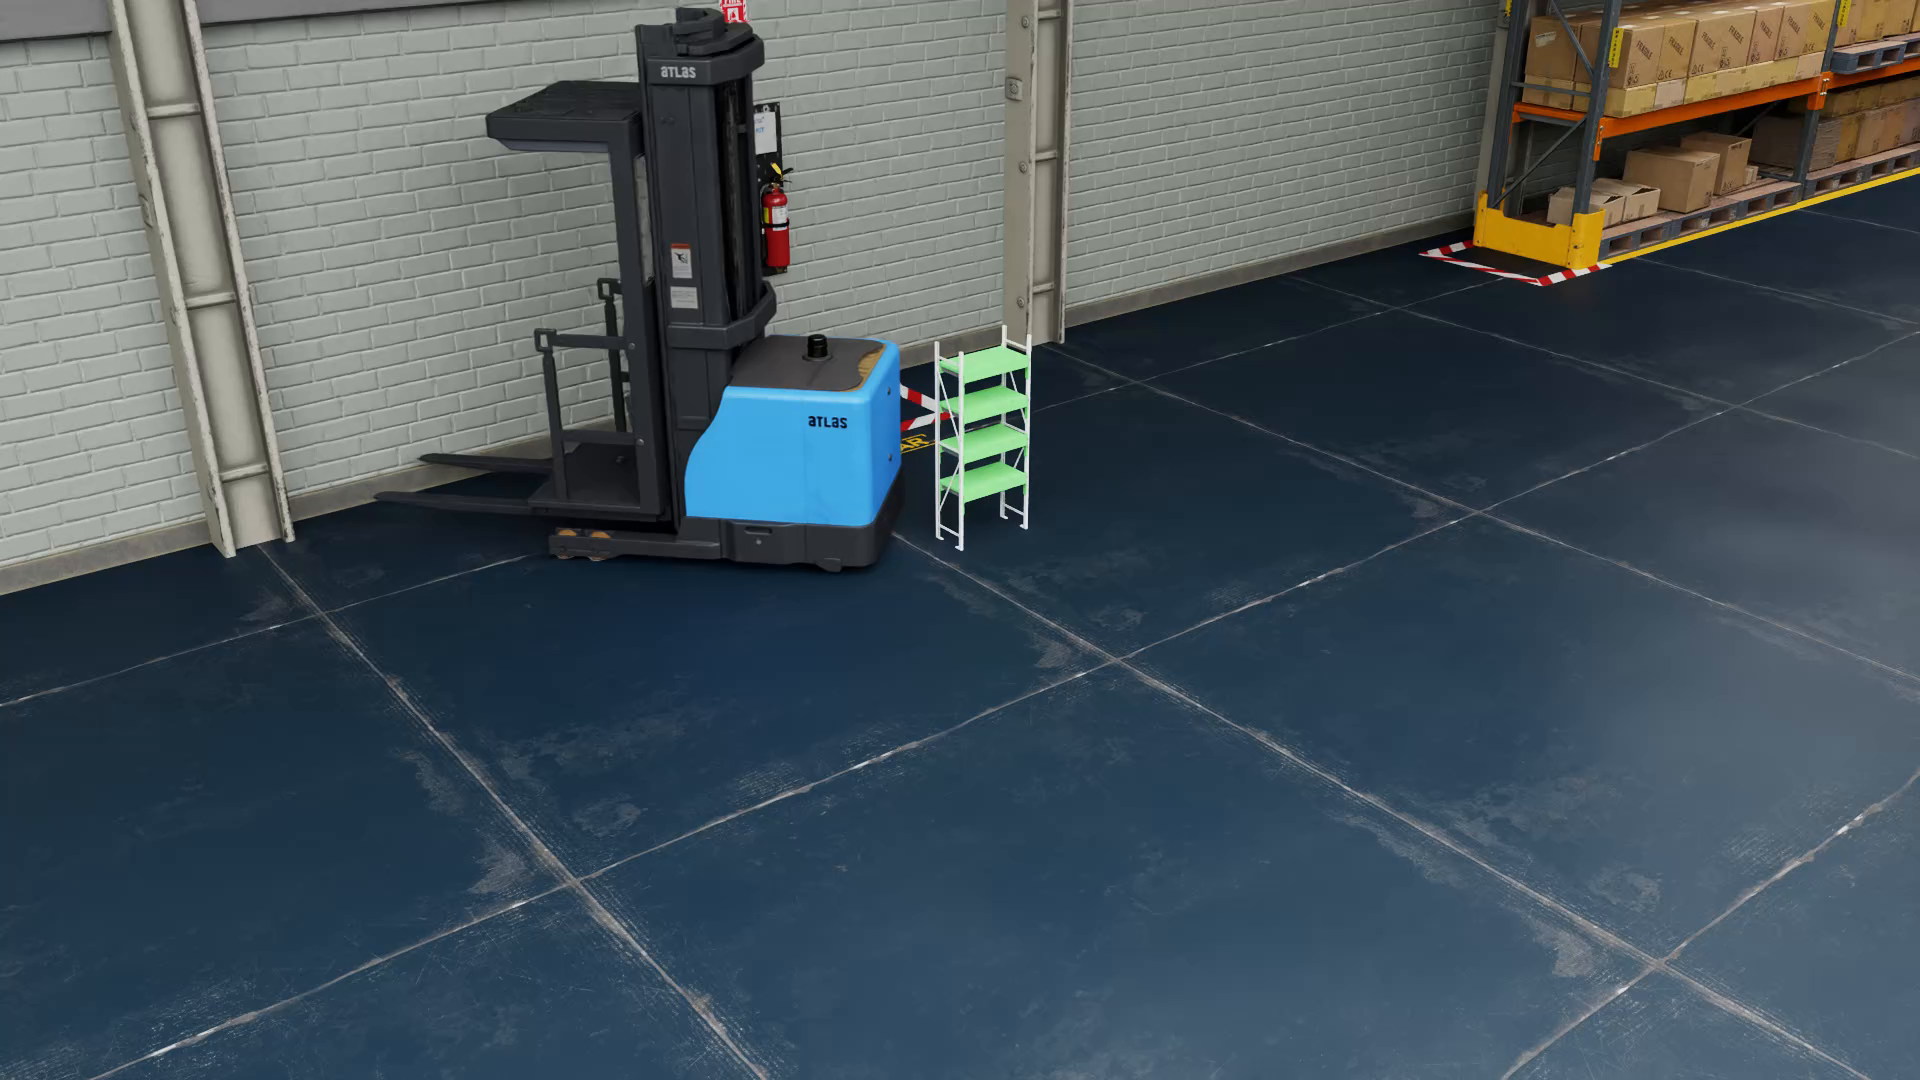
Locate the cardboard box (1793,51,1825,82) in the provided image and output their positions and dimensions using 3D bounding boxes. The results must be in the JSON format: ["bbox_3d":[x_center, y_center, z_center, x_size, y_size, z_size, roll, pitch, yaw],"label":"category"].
[{"bbox_3d":[8.244,-4.765,16.609,0.500,0.250,0.500,-18,30,-34],"label":"cardboard box"}]

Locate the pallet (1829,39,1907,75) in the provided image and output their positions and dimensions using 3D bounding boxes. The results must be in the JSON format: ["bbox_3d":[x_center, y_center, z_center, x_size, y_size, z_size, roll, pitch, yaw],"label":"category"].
[{"bbox_3d":[9.121,-5.111,17.427,1.213,0.211,1.003,-18,31,-34],"label":"pallet"}]

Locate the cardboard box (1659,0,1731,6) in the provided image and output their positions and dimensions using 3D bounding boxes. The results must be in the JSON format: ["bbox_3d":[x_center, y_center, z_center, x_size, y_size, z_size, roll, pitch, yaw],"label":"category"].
[{"bbox_3d":[7.126,-5.015,16.256,0.500,0.500,0.500,-17,30,-33],"label":"cardboard box"}]

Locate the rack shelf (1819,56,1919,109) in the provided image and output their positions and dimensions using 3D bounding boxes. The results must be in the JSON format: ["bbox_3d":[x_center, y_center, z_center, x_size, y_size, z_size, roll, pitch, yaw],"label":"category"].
[{"bbox_3d":[10.004,-5.241,18.334,4.000,0.370,1.077,-18,31,-34],"label":"rack shelf"}]

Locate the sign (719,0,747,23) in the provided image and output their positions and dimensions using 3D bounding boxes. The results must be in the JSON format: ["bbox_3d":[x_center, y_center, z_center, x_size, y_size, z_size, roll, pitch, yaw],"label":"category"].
[{"bbox_3d":[-1.458,-3.371,10.697,0.199,0.298,0.001,-18,31,-34],"label":"sign"}]

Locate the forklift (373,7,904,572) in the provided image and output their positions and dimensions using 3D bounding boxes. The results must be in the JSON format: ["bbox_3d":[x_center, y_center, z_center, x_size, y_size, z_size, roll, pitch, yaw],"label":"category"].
[{"bbox_3d":[-1.902,-1.422,9.332,3.031,2.935,1.130,4,25,8],"label":"forklift"}]

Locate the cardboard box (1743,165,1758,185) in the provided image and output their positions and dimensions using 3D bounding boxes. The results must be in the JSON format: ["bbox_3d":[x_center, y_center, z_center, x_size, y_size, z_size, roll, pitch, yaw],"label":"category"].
[{"bbox_3d":[8.028,-3.813,17.246,0.380,0.166,0.250,22,33,39],"label":"cardboard box"}]

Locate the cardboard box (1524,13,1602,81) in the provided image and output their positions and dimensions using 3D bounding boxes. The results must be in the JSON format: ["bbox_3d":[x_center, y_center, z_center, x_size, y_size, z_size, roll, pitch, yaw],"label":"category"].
[{"bbox_3d":[5.522,-4.483,15.109,0.500,0.500,0.500,-19,31,-35],"label":"cardboard box"}]

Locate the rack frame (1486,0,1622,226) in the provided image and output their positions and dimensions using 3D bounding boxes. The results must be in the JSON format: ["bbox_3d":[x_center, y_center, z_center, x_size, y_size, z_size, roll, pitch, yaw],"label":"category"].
[{"bbox_3d":[5.282,-4.008,14.824,0.127,3.000,1.000,-18,31,-34],"label":"rack frame"}]

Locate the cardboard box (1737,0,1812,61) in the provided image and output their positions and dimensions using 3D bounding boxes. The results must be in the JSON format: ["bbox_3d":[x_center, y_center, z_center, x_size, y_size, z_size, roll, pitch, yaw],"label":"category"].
[{"bbox_3d":[7.860,-4.972,16.163,0.500,0.500,0.500,-18,31,-34],"label":"cardboard box"}]

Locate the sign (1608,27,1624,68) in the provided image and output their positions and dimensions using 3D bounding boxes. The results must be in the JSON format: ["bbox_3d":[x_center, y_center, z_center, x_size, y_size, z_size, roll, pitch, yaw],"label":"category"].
[{"bbox_3d":[5.617,-4.221,14.254,0.005,0.325,0.100,-18,31,-34],"label":"sign"}]

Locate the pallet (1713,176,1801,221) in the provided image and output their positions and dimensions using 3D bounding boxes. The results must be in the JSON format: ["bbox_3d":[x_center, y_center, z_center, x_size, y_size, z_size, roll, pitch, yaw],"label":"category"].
[{"bbox_3d":[7.923,-3.596,17.249,1.213,0.211,1.003,-18,31,-34],"label":"pallet"}]

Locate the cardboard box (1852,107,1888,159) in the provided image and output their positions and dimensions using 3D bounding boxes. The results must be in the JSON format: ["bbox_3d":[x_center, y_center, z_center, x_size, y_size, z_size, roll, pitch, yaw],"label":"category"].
[{"bbox_3d":[9.801,-4.580,18.502,0.500,0.500,0.700,-18,30,-33],"label":"cardboard box"}]

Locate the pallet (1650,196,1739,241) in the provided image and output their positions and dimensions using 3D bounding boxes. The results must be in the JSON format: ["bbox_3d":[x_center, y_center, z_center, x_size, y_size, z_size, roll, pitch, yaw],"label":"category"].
[{"bbox_3d":[6.963,-3.278,16.562,1.213,0.211,1.003,-18,31,-34],"label":"pallet"}]

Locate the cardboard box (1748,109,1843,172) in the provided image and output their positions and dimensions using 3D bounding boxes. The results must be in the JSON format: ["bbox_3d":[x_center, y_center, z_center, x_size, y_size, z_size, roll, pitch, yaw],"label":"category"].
[{"bbox_3d":[8.999,-4.310,17.920,0.500,0.500,0.700,-17,30,-32],"label":"cardboard box"}]

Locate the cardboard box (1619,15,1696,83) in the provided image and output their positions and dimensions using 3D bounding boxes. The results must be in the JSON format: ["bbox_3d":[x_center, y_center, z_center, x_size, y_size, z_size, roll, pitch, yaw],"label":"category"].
[{"bbox_3d":[6.239,-4.439,15.016,0.500,0.500,0.500,-18,30,-34],"label":"cardboard box"}]

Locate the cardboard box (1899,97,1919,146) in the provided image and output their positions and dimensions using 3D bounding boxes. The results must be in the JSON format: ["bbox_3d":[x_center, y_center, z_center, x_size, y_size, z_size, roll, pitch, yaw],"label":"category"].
[{"bbox_3d":[10.566,-4.853,19.090,0.500,0.500,0.700,-18,31,-34],"label":"cardboard box"}]

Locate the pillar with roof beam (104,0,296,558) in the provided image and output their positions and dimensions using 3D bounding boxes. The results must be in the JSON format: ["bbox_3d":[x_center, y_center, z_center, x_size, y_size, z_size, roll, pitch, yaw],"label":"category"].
[{"bbox_3d":[-1.487,-2.655,4.781,0.400,9.000,9.100,-18,31,-34],"label":"pillar with roof beam"}]

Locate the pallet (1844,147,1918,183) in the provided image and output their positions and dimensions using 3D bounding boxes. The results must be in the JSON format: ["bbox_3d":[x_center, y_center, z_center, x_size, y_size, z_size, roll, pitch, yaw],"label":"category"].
[{"bbox_3d":[10.002,-4.304,18.773,1.213,0.211,1.003,-18,31,-34],"label":"pallet"}]

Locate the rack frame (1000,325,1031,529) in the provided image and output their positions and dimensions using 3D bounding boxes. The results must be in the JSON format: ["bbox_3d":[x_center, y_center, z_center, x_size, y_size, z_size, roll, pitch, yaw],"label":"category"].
[{"bbox_3d":[0.322,-0.651,9.727,0.015,1.200,0.240,-18,31,-34],"label":"rack frame"}]

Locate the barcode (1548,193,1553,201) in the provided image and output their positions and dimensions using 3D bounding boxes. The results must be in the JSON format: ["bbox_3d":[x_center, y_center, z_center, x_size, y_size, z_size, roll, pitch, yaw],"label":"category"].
[{"bbox_3d":[5.650,-3.280,15.914,0.075,0.075,0.001,-18,31,-34],"label":"barcode"}]

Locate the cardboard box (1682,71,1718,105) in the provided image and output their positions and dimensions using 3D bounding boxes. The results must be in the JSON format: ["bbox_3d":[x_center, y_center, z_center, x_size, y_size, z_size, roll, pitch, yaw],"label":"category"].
[{"bbox_3d":[6.667,-4.241,15.479,0.500,0.250,0.500,-19,31,-35],"label":"cardboard box"}]

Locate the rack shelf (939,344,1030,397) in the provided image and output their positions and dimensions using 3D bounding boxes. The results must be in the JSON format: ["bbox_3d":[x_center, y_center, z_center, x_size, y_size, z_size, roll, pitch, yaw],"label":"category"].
[{"bbox_3d":[0.130,-0.965,9.415,0.480,0.148,0.258,-18,31,-34],"label":"rack shelf"}]

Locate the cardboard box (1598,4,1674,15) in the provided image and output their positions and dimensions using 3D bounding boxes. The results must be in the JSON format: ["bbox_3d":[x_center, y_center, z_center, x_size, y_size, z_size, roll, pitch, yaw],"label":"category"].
[{"bbox_3d":[6.329,-4.746,15.676,0.500,0.500,0.500,-19,31,-35],"label":"cardboard box"}]

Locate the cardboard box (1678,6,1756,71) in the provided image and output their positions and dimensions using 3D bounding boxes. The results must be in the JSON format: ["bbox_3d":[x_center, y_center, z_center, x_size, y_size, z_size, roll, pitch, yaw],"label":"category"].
[{"bbox_3d":[7.048,-4.709,15.598,0.500,0.500,0.500,-17,30,-32],"label":"cardboard box"}]

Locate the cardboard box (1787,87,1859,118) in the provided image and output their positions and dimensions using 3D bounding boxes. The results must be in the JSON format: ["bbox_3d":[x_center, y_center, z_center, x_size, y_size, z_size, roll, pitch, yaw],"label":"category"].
[{"bbox_3d":[9.343,-4.766,18.011,0.500,0.250,0.500,-19,31,-35],"label":"cardboard box"}]

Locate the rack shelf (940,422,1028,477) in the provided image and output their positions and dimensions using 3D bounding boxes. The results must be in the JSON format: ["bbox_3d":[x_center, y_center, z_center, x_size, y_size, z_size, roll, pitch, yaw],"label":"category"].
[{"bbox_3d":[0.130,-0.529,9.617,0.480,0.148,0.258,-18,31,-34],"label":"rack shelf"}]

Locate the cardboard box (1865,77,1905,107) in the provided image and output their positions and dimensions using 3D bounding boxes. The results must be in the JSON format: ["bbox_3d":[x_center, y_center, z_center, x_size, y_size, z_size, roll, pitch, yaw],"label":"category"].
[{"bbox_3d":[10.154,-5.026,18.571,0.500,0.250,0.500,-18,31,-34],"label":"cardboard box"}]

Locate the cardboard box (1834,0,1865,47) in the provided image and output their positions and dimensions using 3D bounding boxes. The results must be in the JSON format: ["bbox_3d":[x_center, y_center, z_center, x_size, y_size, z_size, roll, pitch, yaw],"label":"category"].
[{"bbox_3d":[8.852,-5.413,17.210,0.500,0.500,0.700,-18,30,-34],"label":"cardboard box"}]

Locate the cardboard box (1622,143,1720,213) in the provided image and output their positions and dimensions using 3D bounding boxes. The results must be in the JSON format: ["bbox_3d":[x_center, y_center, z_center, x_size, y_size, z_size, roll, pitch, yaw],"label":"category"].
[{"bbox_3d":[6.939,-3.546,16.275,0.500,0.500,0.700,-21,32,-37],"label":"cardboard box"}]

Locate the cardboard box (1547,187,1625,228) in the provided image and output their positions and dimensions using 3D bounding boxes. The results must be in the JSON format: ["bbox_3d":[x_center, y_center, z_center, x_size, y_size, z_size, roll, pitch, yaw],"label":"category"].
[{"bbox_3d":[5.882,-3.138,15.620,0.500,0.311,0.500,-23,33,-40],"label":"cardboard box"}]

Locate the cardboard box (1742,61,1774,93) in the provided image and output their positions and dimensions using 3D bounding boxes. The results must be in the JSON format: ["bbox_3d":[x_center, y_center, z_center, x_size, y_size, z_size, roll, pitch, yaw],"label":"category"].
[{"bbox_3d":[7.461,-4.503,16.043,0.500,0.250,0.500,-18,31,-34],"label":"cardboard box"}]

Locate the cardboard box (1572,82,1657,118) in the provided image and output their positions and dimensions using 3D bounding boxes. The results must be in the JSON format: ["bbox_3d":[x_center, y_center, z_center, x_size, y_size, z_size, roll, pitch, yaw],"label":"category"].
[{"bbox_3d":[5.862,-3.971,14.898,0.500,0.250,0.500,-19,31,-35],"label":"cardboard box"}]

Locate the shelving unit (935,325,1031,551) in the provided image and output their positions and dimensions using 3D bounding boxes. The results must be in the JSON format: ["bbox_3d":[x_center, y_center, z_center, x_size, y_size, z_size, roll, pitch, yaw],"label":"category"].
[{"bbox_3d":[0.130,-0.587,9.590,0.503,1.200,0.258,-18,31,-34],"label":"shelving unit"}]

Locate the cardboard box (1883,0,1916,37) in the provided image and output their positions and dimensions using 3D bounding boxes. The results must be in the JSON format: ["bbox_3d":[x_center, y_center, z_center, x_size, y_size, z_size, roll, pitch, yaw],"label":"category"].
[{"bbox_3d":[9.795,-5.738,17.908,0.500,0.500,0.700,-14,28,-27],"label":"cardboard box"}]

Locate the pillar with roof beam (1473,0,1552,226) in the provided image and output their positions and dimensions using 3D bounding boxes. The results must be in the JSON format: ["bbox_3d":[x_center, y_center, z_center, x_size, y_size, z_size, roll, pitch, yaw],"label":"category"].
[{"bbox_3d":[7.956,-5.772,11.497,0.400,9.000,9.100,-18,31,-34],"label":"pillar with roof beam"}]
